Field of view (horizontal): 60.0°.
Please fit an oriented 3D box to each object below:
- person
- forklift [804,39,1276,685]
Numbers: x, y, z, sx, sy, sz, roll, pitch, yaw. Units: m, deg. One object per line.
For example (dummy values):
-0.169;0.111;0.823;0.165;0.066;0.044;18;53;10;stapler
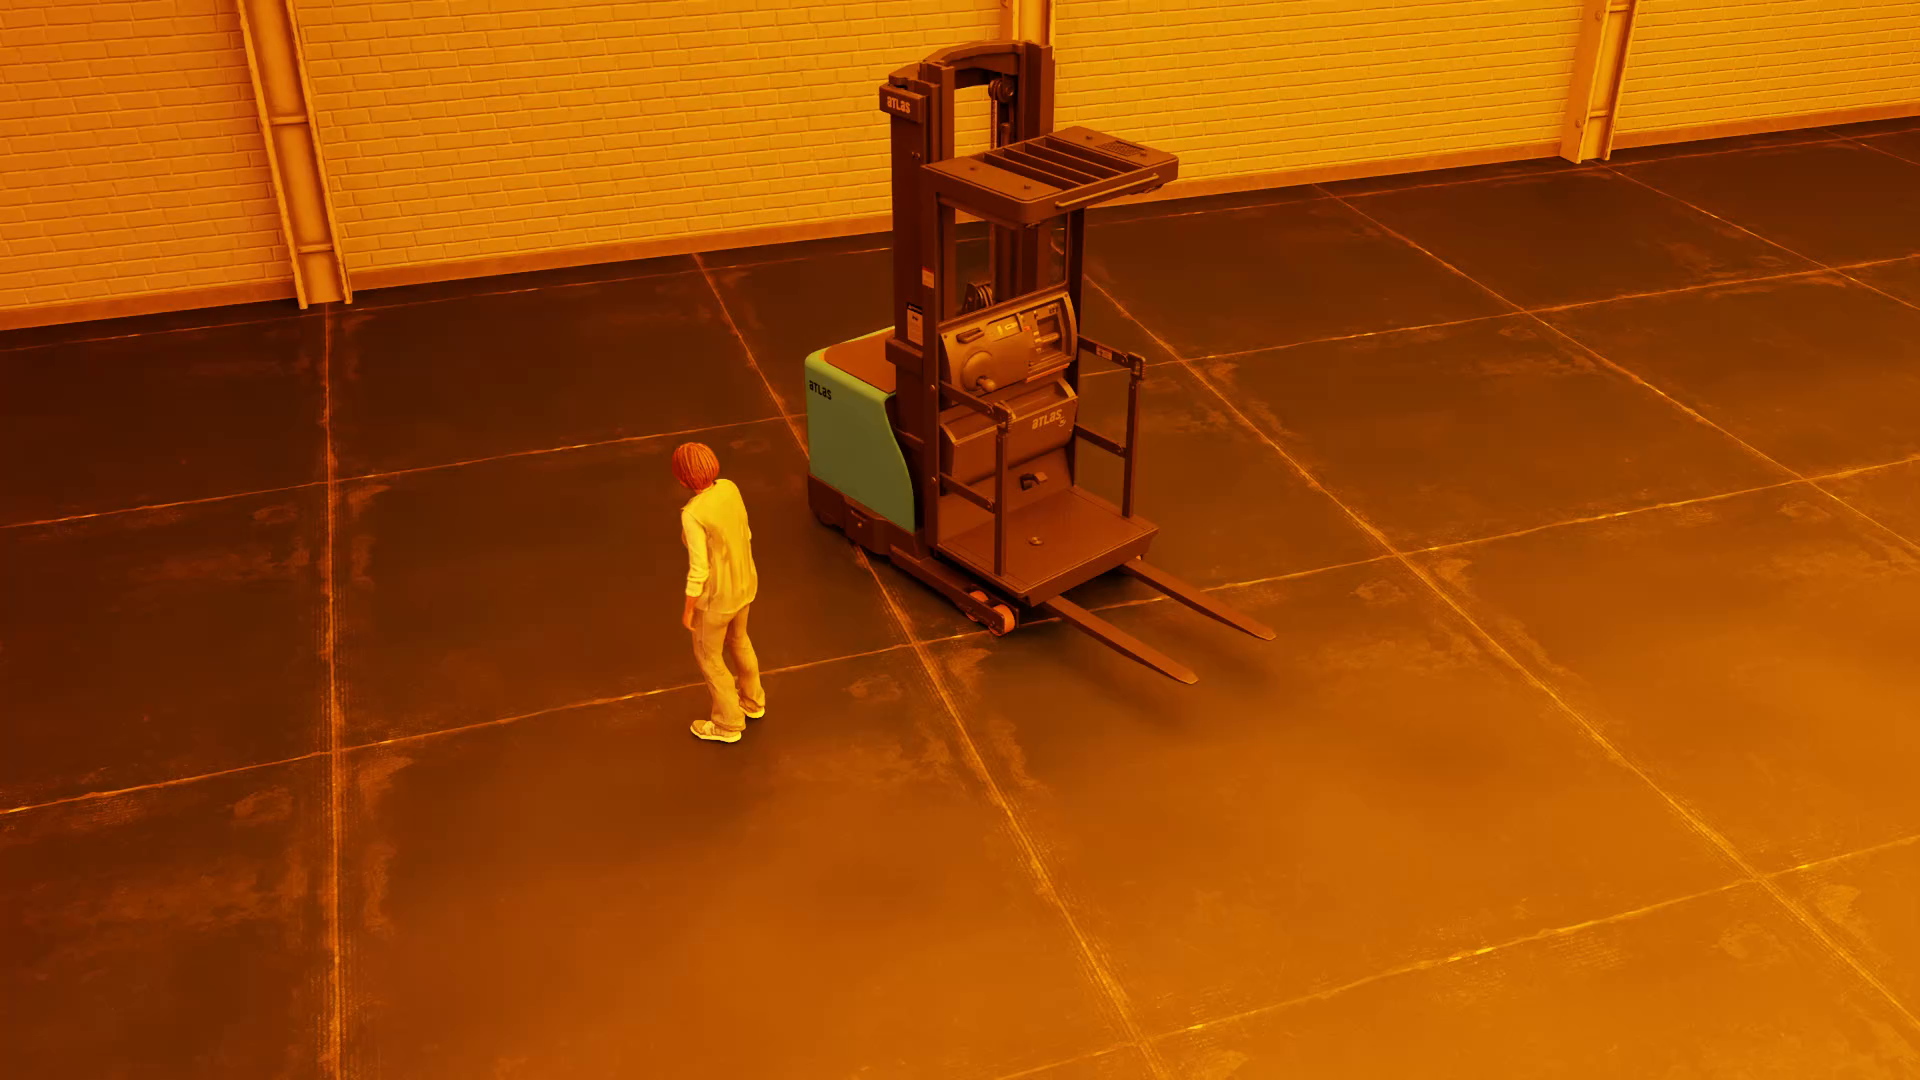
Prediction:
-1.154;0.256;7.984;0.341;1.594;0.487;14;33;23;person
0.414;-1.033;8.883;1.130;2.935;3.031;-23;37;-35;forklift
